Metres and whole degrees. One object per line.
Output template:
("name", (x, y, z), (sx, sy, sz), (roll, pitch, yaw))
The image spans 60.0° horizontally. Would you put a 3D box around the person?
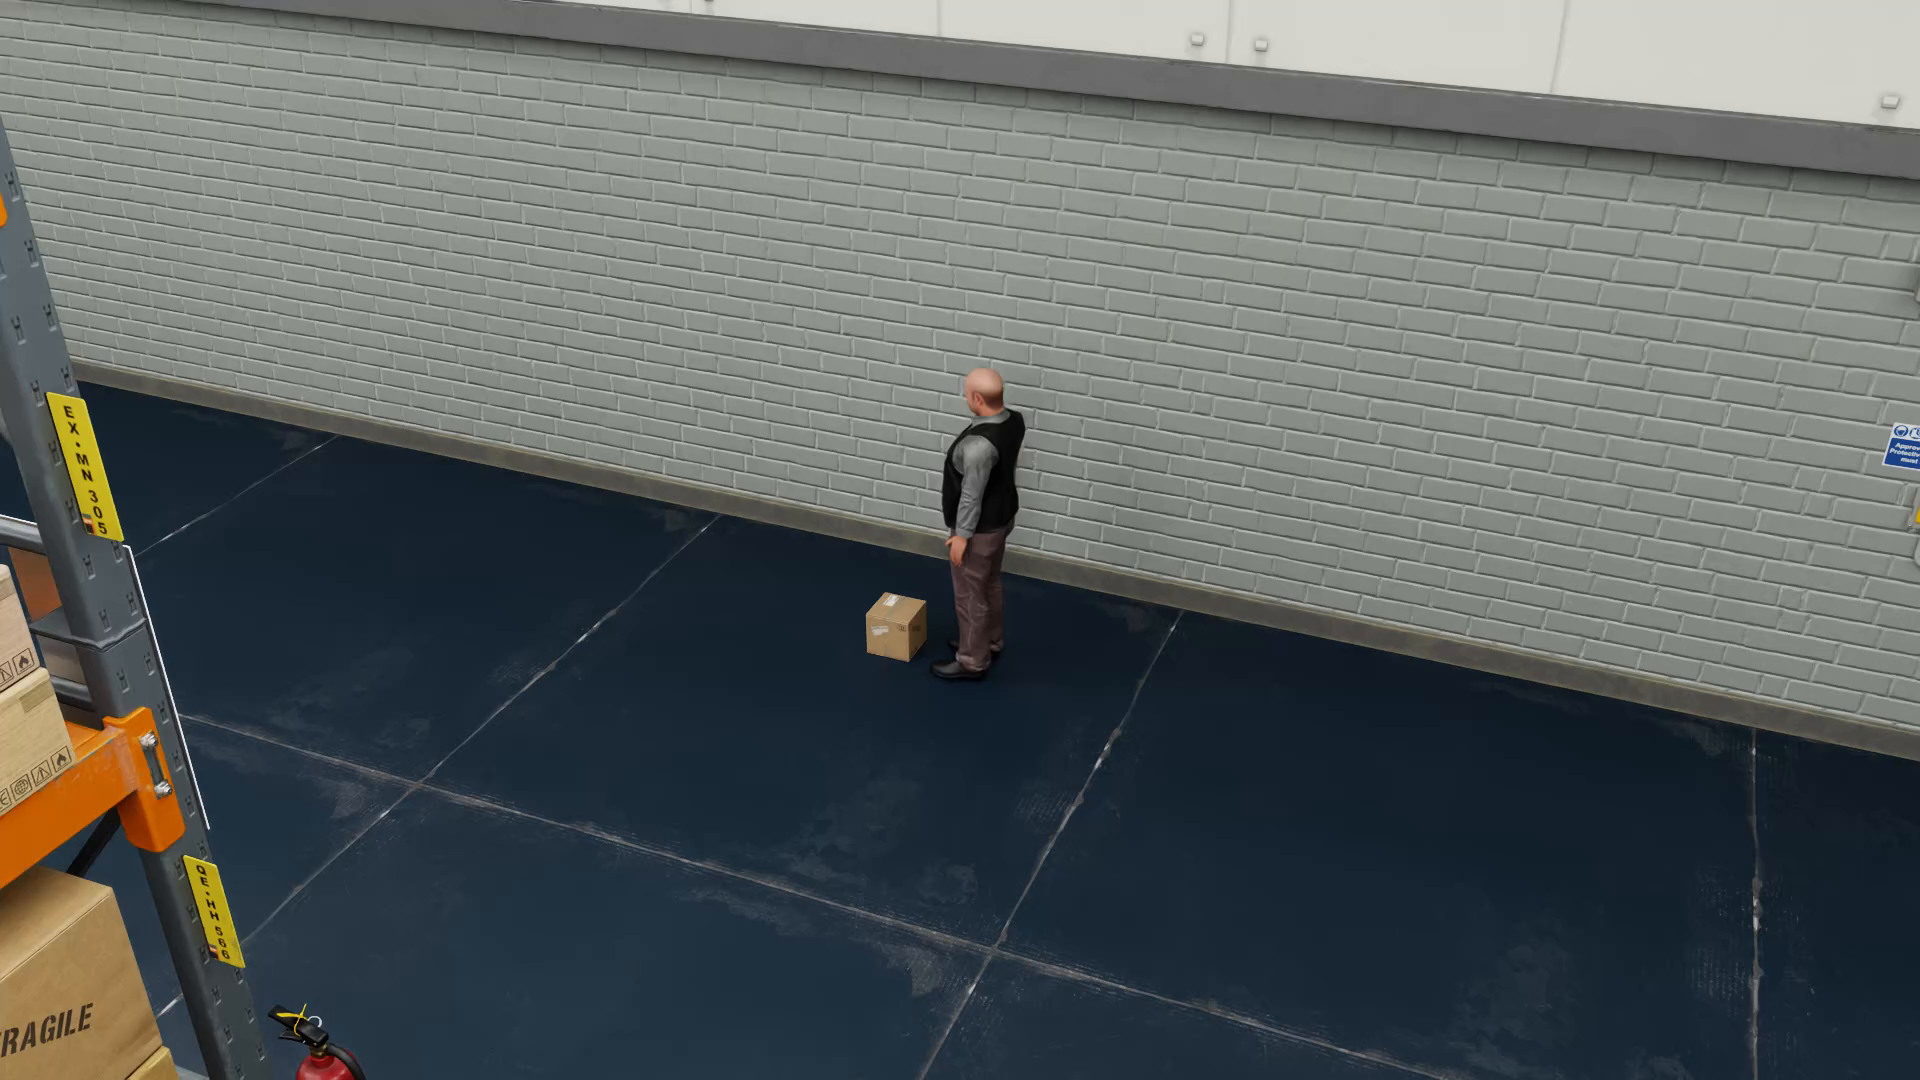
("person", (0.087, -0.088, 8.555), (0.403, 1.725, 0.546), (12, 31, 20))
